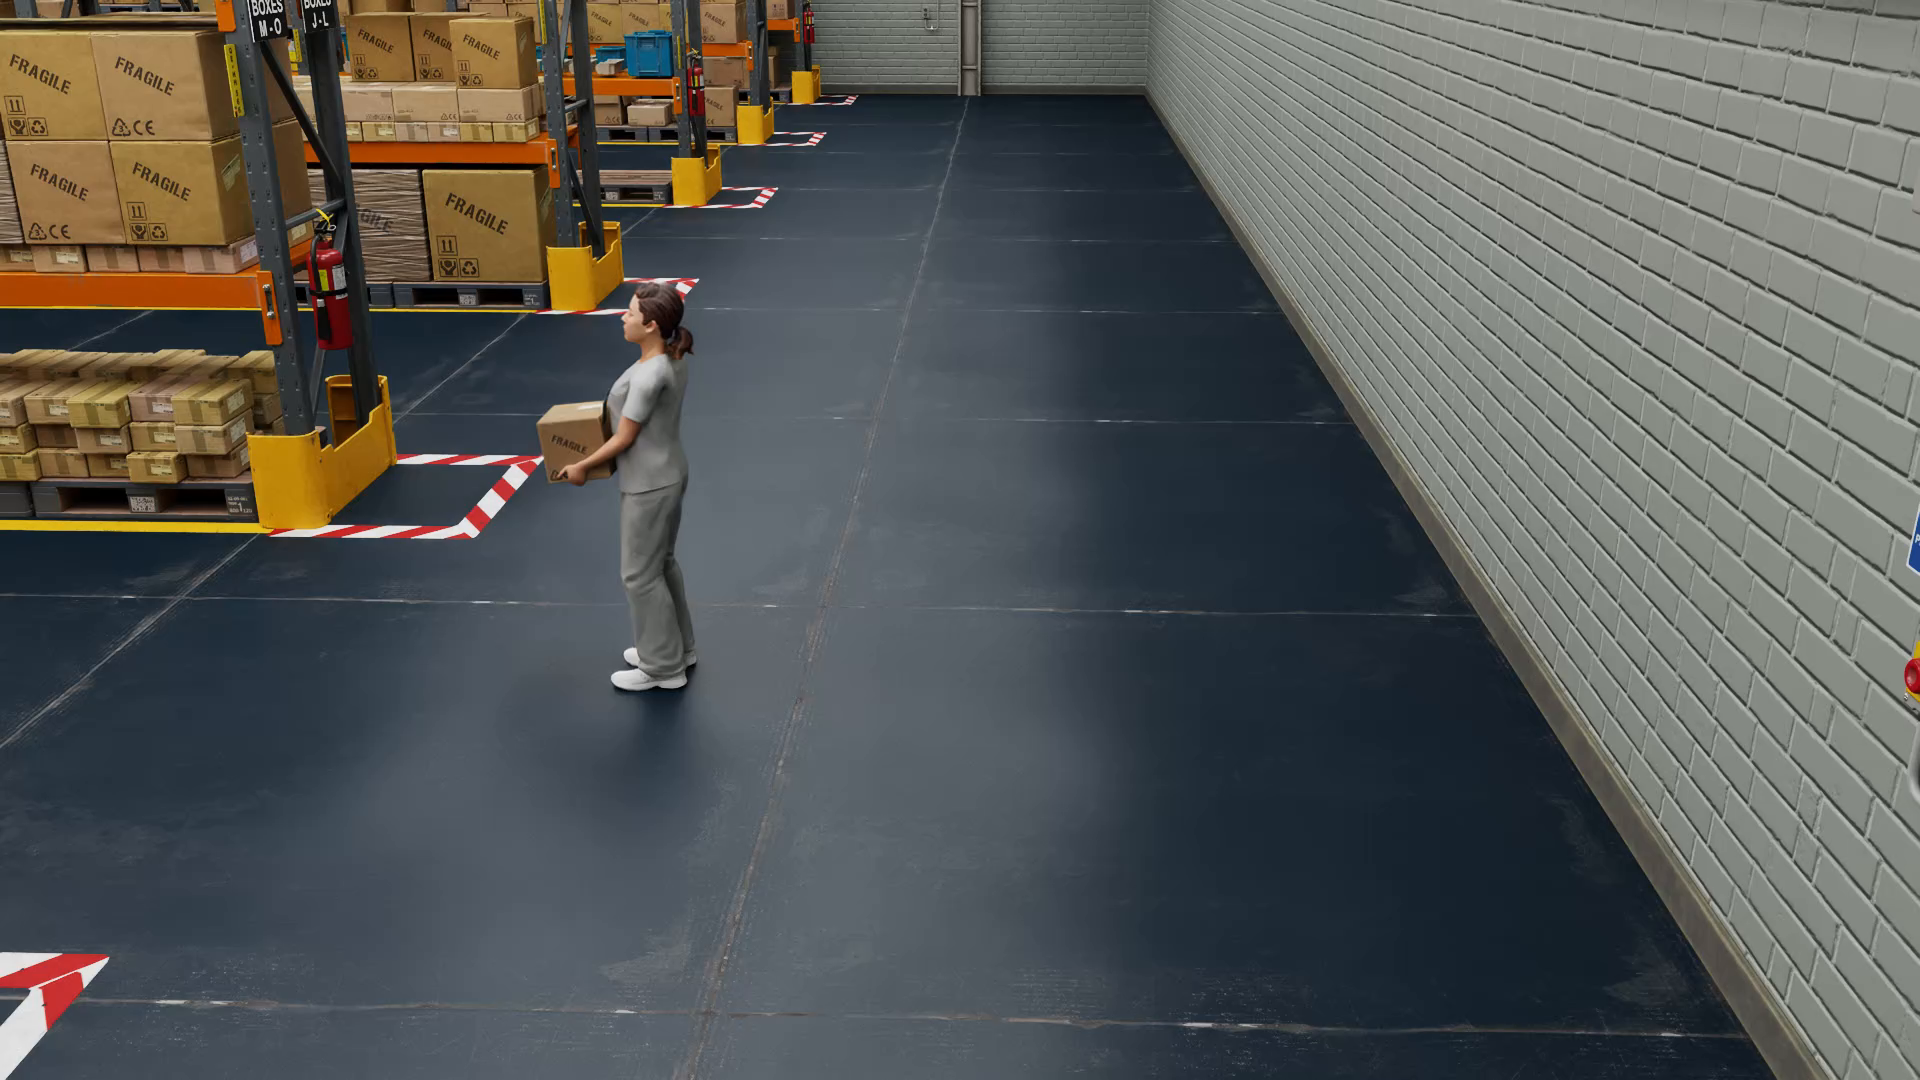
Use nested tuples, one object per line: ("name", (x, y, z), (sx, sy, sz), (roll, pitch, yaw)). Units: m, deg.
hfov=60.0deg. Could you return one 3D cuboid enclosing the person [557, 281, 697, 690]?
("person", (-1.298, -0.211, 6.652), (0.554, 1.662, 0.437), (1, 21, 2))
